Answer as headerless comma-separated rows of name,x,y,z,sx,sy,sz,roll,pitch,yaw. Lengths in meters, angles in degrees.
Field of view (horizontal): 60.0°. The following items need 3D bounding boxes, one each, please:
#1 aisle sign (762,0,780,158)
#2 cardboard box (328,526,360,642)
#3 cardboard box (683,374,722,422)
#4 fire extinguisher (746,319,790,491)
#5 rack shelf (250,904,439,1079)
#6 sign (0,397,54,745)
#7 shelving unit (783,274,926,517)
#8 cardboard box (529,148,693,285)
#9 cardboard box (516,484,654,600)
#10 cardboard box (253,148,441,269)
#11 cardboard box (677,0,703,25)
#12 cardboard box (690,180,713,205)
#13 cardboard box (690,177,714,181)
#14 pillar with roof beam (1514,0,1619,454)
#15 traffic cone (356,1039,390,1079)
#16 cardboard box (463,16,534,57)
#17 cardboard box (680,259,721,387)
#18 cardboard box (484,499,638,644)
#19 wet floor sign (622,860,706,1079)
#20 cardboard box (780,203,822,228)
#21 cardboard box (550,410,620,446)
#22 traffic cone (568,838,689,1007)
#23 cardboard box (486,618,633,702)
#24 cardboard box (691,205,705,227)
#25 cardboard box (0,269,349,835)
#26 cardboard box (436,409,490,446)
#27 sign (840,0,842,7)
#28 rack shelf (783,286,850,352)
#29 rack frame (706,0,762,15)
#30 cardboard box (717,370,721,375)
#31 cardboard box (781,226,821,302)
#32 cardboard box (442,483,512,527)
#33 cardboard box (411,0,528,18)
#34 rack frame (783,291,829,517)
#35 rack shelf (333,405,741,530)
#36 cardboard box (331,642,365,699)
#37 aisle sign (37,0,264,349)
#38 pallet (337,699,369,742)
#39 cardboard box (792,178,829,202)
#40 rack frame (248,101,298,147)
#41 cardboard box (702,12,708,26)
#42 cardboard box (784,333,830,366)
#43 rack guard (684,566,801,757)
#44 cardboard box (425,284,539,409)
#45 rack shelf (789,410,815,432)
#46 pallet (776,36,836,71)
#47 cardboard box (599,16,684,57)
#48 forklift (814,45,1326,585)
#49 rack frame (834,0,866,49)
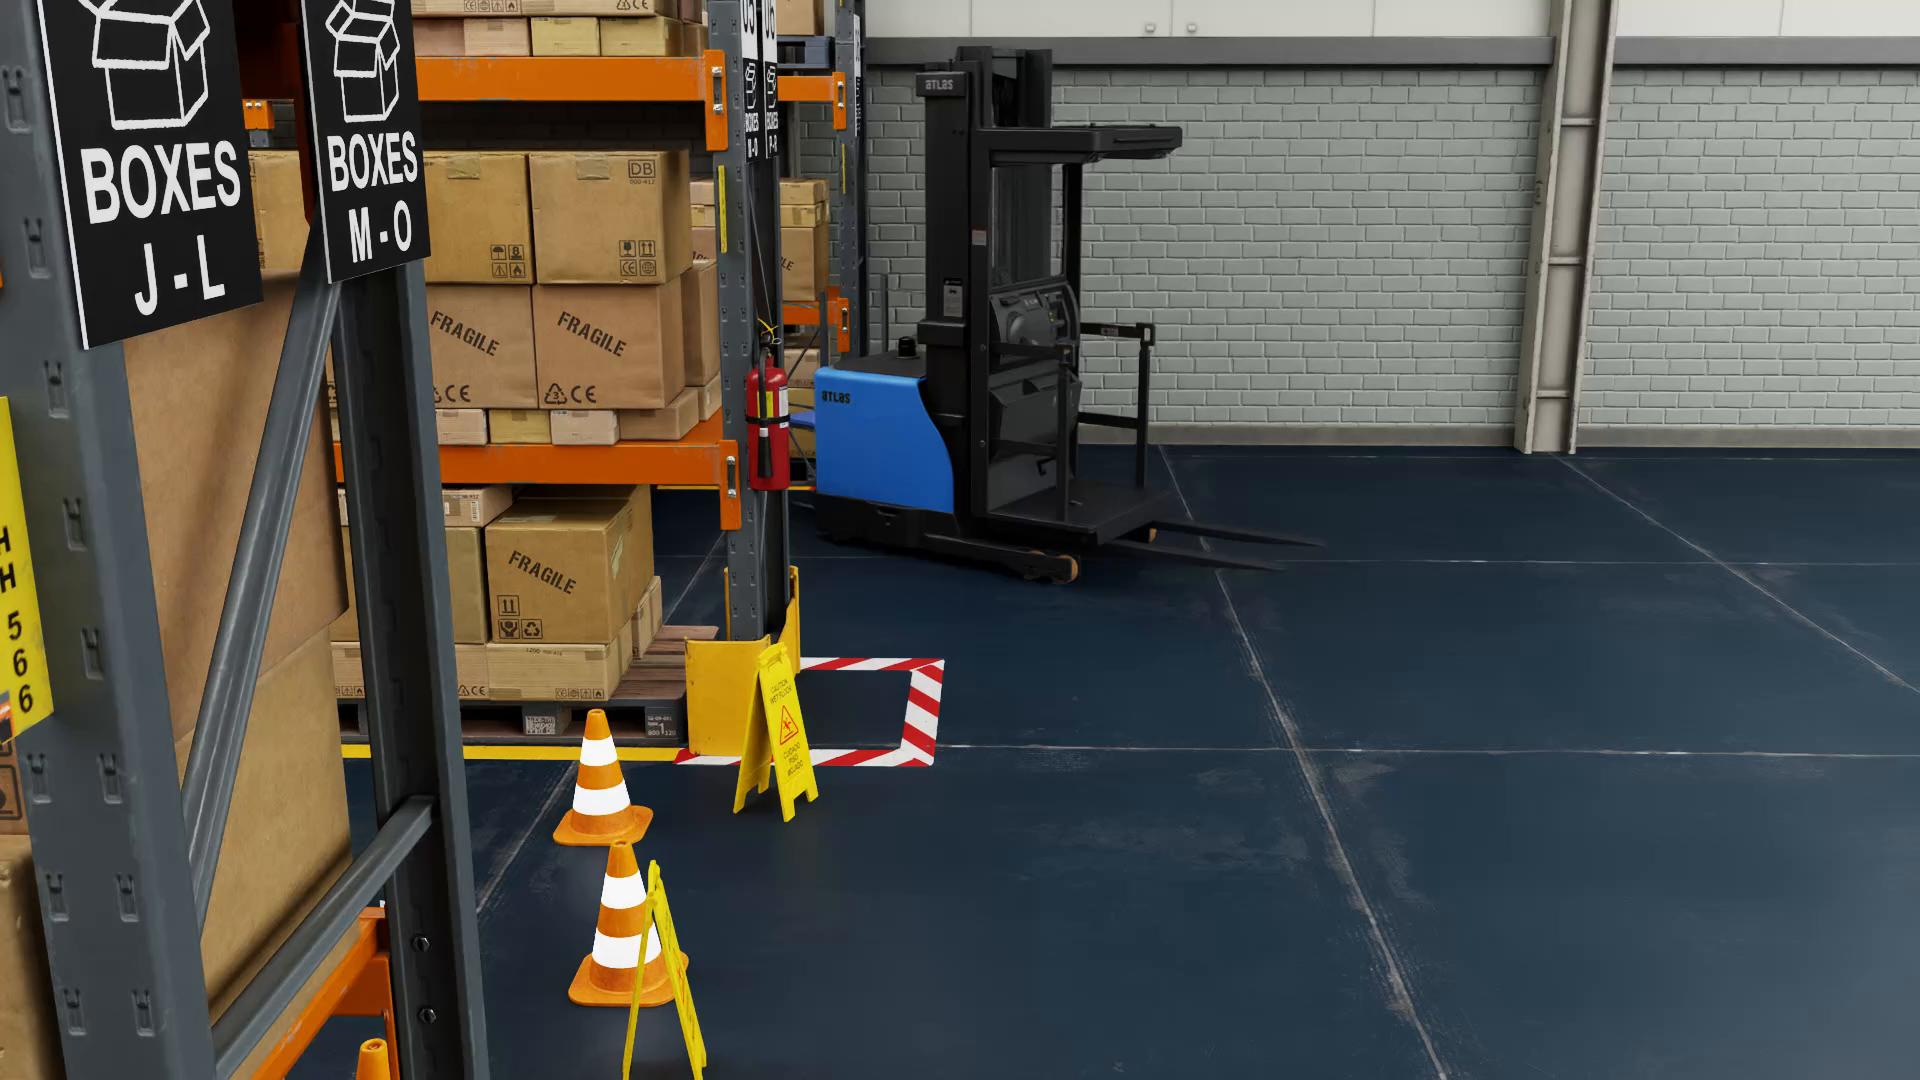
aisle sign,-0.806,-2.033,7.071,0.004,0.787,0.394,0,15,1
cardboard box,-2.710,0.120,7.103,0.500,0.500,0.500,0,15,0
cardboard box,-1.210,-0.631,7.346,0.250,0.149,0.380,0,15,2
fire extinguisher,-0.773,-0.542,6.667,0.183,0.674,0.296,0,15,1
rack shelf,-2.901,0.900,2.459,4.000,0.370,1.077,0,15,1
sign,-0.929,0.029,1.616,0.005,0.325,0.100,0,15,1
shelving unit,-0.681,-0.951,11.004,0.538,1.500,1.048,13,19,40
cardboard box,-1.392,-1.321,6.728,0.500,0.500,0.700,0,15,0
cardboard box,-1.699,-0.010,7.594,0.500,0.500,0.500,0,15,0
cardboard box,-2.410,-1.303,6.661,0.500,0.500,0.700,0,15,1
cardboard box,-1.372,-2.291,6.973,0.500,0.250,0.500,0,15,0
cardboard box,-1.873,-2.427,11.609,0.250,0.149,0.380,0,15,2
cardboard box,-1.855,-2.540,12.037,0.250,0.149,0.380,0,15,2
pillar with roof beam,4.462,-3.962,7.717,0.400,9.000,9.100,0,15,1
traffic cone,-1.396,1.426,4.027,0.334,0.463,0.336,0,15,1
cardboard box,-1.754,-1.961,6.507,0.250,0.149,0.380,1,15,3
cardboard box,-1.342,-0.964,7.334,0.500,0.500,0.500,0,15,1
cardboard box,-1.683,0.127,7.074,0.500,0.500,0.500,0,15,2
wet floor sign,-0.822,1.199,4.531,0.232,0.644,0.267,-2,15,-8
cardboard box,-1.107,-2.256,11.545,0.250,0.149,0.380,1,15,2
cardboard box,-1.511,-0.498,6.839,0.250,0.149,0.380,0,15,1
traffic cone,-1.027,1.140,5.111,0.334,0.463,0.336,0,15,1
cardboard box,-1.715,0.492,7.163,0.500,0.250,0.500,0,15,1
cardboard box,-1.868,-2.272,11.605,0.250,0.149,0.380,0,15,1
cardboard box,-1.271,-0.042,2.208,0.550,0.550,0.875,0,15,1
cardboard box,-2.025,-0.499,6.843,0.250,0.149,0.380,1,15,2
sign,-0.781,-3.666,10.893,0.005,0.325,0.100,0,15,1
rack shelf,-2.752,-1.629,12.044,4.000,0.370,1.077,0,15,1
rack frame,-0.876,-3.599,6.340,0.127,3.000,1.000,0,15,1
cardboard box,-1.732,-1.246,11.789,0.500,0.250,0.500,1,15,2
cardboard box,-1.251,-1.948,11.649,0.500,0.500,0.500,0,15,0
cardboard box,-2.052,-0.172,6.936,0.250,0.149,0.380,1,15,3
cardboard box,-1.897,-2.161,6.482,0.500,0.250,0.500,0,15,1
rack frame,-1.018,-0.854,10.636,0.500,1.500,0.032,13,19,40
rack shelf,-2.875,-0.363,7.246,4.000,0.370,1.077,0,15,1
cardboard box,-2.732,0.485,7.190,0.500,0.250,0.500,0,15,-1
aisle sign,-0.838,-0.615,1.694,0.004,0.787,0.394,0,15,1
pallet,-2.980,0.627,7.550,1.213,0.211,1.003,0,15,1
cardboard box,-1.083,-2.526,11.984,0.250,0.149,0.380,0,15,0
rack frame,-4.752,-1.990,12.002,0.127,3.000,1.000,0,15,1
cardboard box,-1.589,-3.472,11.213,0.250,0.149,0.380,0,15,0
cardboard box,-1.228,-1.372,12.267,0.500,0.250,0.500,0,15,1
rack guard,-0.952,0.510,7.426,0.348,0.500,1.175,0,15,1
cardboard box,-1.926,-0.828,6.818,0.500,0.500,0.500,0,15,2
rack shelf,-0.681,-0.777,11.050,0.538,0.185,1.000,13,19,40
pallet,-1.459,-3.383,11.574,1.213,0.211,1.003,0,15,1
cardboard box,-1.240,-1.958,6.493,0.250,0.149,0.380,0,15,2
forklift,0.614,-1.320,9.598,3.031,2.935,1.130,9,17,31
rack frame,-0.753,-4.864,11.138,0.127,3.000,1.000,0,15,1
